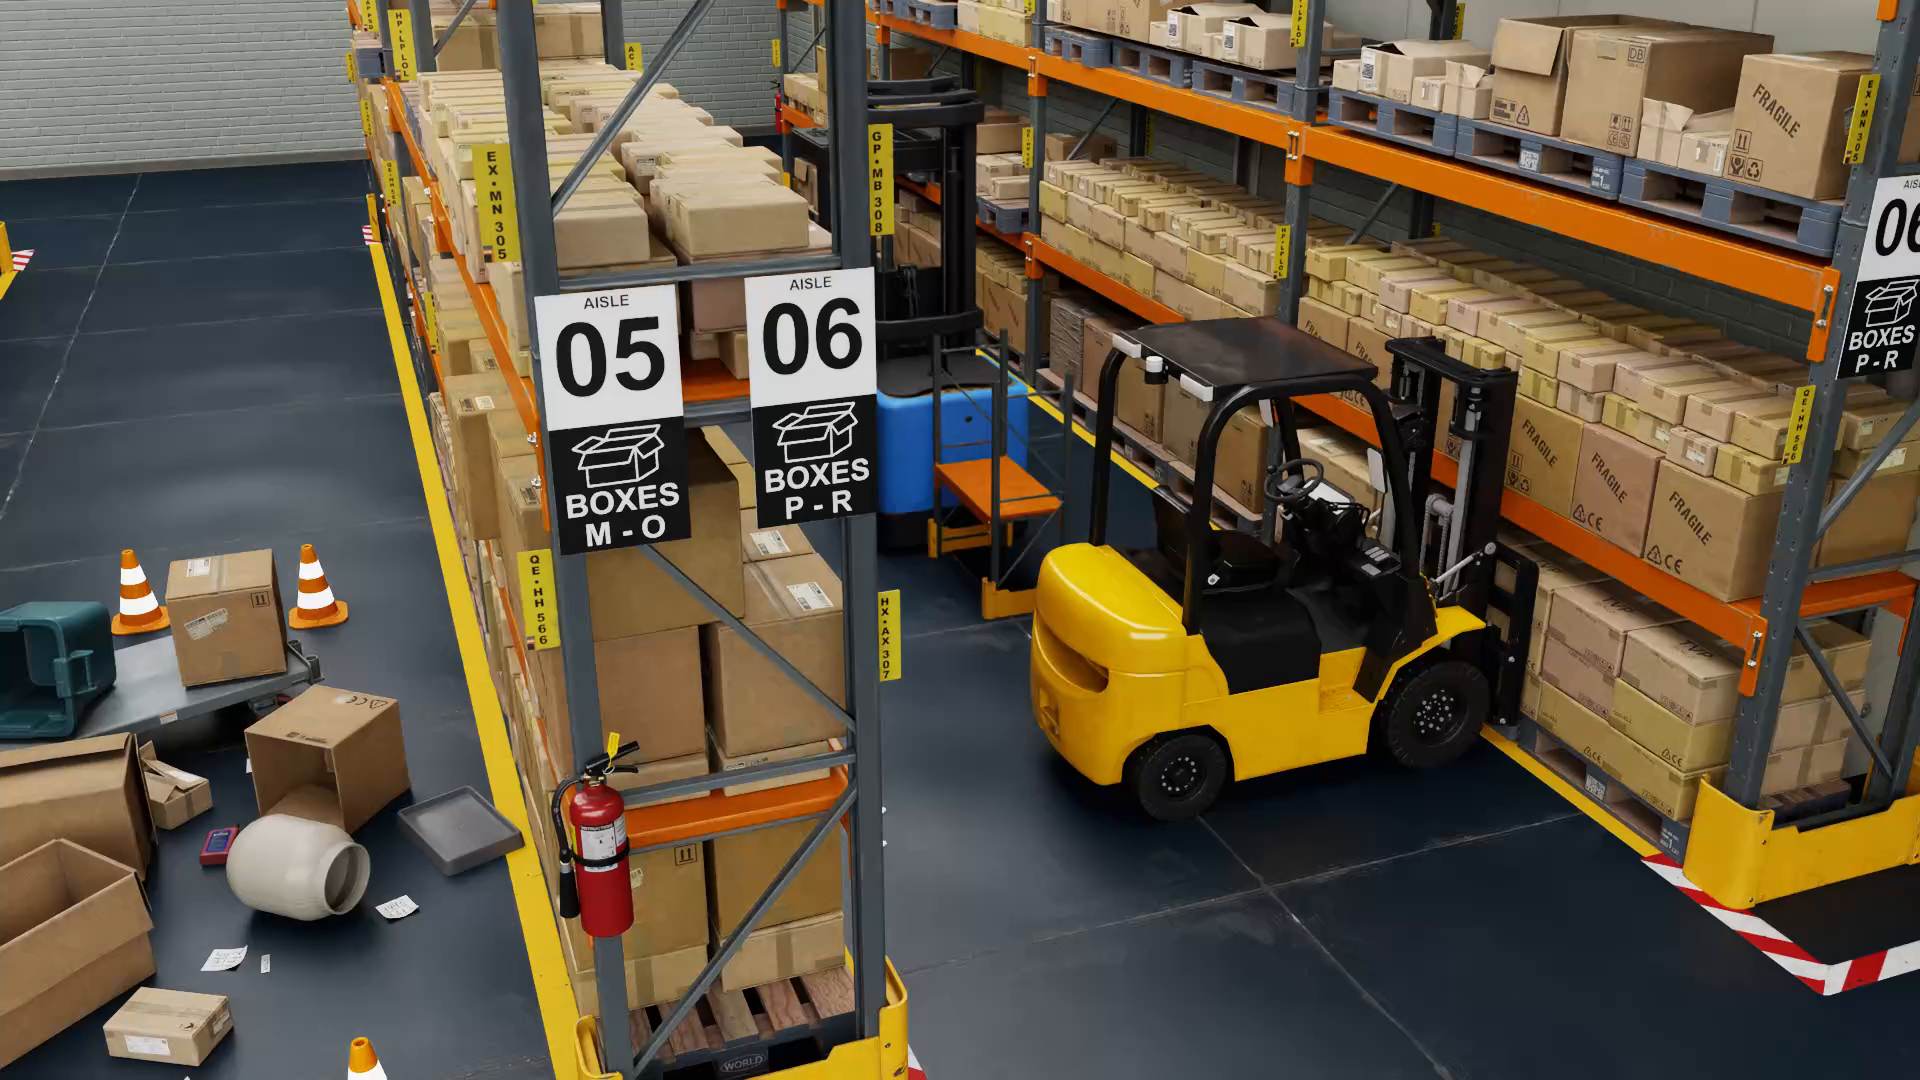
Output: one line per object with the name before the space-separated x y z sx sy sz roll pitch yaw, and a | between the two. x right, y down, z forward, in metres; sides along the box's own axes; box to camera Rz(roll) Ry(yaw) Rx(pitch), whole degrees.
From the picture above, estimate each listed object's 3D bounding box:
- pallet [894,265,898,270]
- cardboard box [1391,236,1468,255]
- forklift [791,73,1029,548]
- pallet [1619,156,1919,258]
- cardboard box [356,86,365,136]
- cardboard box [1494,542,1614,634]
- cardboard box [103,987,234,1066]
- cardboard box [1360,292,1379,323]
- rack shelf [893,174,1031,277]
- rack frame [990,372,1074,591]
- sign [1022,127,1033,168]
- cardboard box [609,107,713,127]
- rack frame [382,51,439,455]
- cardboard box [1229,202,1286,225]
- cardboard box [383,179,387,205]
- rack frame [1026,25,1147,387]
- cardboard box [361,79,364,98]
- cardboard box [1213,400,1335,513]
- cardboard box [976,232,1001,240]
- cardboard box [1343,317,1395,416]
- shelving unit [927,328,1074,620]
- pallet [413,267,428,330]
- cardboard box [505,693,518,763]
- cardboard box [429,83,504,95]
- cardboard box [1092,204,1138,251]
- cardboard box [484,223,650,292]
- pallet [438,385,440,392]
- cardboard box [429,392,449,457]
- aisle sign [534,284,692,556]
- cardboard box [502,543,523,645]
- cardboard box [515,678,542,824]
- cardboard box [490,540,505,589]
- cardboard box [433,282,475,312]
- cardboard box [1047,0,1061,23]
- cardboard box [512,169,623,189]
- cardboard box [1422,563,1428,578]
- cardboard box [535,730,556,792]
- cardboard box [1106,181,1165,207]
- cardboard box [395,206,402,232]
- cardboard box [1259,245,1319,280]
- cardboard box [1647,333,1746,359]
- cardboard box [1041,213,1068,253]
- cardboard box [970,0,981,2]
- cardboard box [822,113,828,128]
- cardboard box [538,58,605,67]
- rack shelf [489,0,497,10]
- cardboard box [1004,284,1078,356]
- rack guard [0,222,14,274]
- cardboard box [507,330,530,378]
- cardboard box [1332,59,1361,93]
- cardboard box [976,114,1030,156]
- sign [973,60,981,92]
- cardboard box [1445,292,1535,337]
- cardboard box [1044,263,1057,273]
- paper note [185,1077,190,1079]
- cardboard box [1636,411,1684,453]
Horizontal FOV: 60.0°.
pallet | -0.027 -2.674 17.322 1.003 0.211 1.213 -8 24 -19
cardboard box | 2.872 -1.750 10.192 0.380 0.149 0.250 -8 24 -19
forklift | -0.525 -1.840 11.842 1.130 2.935 3.031 -8 24 -19
pallet | 3.664 -1.491 7.176 1.003 0.211 1.213 -8 24 -19
cardboard box | -6.504 -4.852 18.771 0.500 0.500 0.500 -9 24 -19
cardboard box | 3.061 0.233 8.548 0.500 0.250 0.500 -8 24 -18
cardboard box | -3.106 1.909 6.530 0.380 0.149 0.250 4 23 9
cardboard box | 2.554 -1.350 9.628 0.380 0.149 0.250 -8 24 -19
rack shelf | 0.357 -3.191 15.884 1.077 0.370 4.000 -8 24 -19
rack frame | 0.423 -0.251 9.914 0.500 1.500 0.032 -8 24 -19
sign | 0.559 -3.215 13.626 0.100 0.325 0.005 -8 24 -19
cardboard box | -1.213 -1.658 6.757 0.380 0.149 0.250 -8 24 -18
rack frame | -3.579 -2.113 12.402 1.000 3.000 0.127 -8 24 -19
cardboard box | 2.152 -2.315 11.916 0.380 0.149 0.250 -9 24 -19
cardboard box | -4.900 -3.114 14.968 0.500 0.250 0.500 -9 24 -20
rack frame | 1.063 -2.796 14.021 1.000 3.000 0.127 -8 24 -19
cardboard box | -5.947 -4.759 17.264 0.500 0.500 0.500 -8 24 -19
cardboard box | 2.281 -0.629 11.398 0.875 0.625 0.625 -7 24 -17
cardboard box | 0.170 -2.863 16.022 0.380 0.149 0.250 -8 24 -19
cardboard box | 2.588 -1.004 9.642 0.500 0.500 0.500 -8 24 -18
shelving unit | 0.242 -0.439 10.361 0.587 1.500 1.083 -8 24 -19
pallet | -3.228 -1.780 11.859 1.213 0.211 1.003 -8 24 -19
cardboard box | -2.011 0.858 8.353 0.500 0.250 0.500 -7 24 -16
cardboard box | -2.156 -1.947 7.441 0.380 0.149 0.250 -9 25 -21
cardboard box | 1.335 -2.387 12.601 0.500 0.250 0.500 -9 24 -20
cardboard box | -1.350 -0.990 5.686 0.500 0.250 0.500 -9 24 -20
pallet | -3.787 -1.125 13.647 1.003 0.211 1.213 -8 24 -19
cardboard box | -3.389 -0.889 12.340 0.950 0.372 0.625 -10 25 -23
aisle sign | -1.003 -0.342 4.852 0.394 0.787 0.004 -8 24 -19
cardboard box | -1.549 0.086 6.672 0.500 0.500 0.500 -8 24 -19
cardboard box | -1.639 0.893 7.304 0.500 0.500 0.500 -9 24 -20
cardboard box | -1.912 0.081 7.520 0.380 0.149 0.250 -8 24 -19
cardboard box | -2.054 -0.925 7.784 0.700 0.500 0.500 -8 24 -19
cardboard box | 0.902 -4.141 12.983 0.380 0.166 0.250 -8 24 -19
cardboard box | -1.311 -1.112 5.460 0.380 0.149 0.250 -9 24 -20
cardboard box | 2.882 0.270 9.104 0.500 0.250 0.500 -8 24 -19
cardboard box | -1.473 0.843 6.586 0.380 0.149 0.250 -8 24 -17
cardboard box | 1.331 -2.617 12.633 0.380 0.149 0.250 -8 24 -18
cardboard box | -4.173 -2.601 13.109 0.500 0.250 0.500 -9 24 -20
cardboard box | 2.148 -1.781 10.649 0.380 0.149 0.250 -7 24 -17
cardboard box | 3.613 -0.900 8.177 0.380 0.149 0.250 -8 24 -17
cardboard box | 0.991 -2.532 13.588 0.500 0.250 0.500 -8 24 -19
cardboard box | 0.283 -4.859 14.735 0.380 0.149 0.250 -8 24 -17
cardboard box | -1.383 -4.862 19.246 0.380 0.149 0.250 -8 24 -18
cardboard box | -1.998 -2.434 8.952 0.500 0.250 0.500 -9 24 -20
rack shelf | -1.460 -2.364 6.204 1.077 0.370 4.000 -8 24 -19
cardboard box | 0.713 -1.961 14.719 0.500 0.500 0.500 -8 24 -17
rack guard | -10.974 -3.125 18.020 1.175 0.500 0.348 -8 24 -19
cardboard box | -1.259 -0.650 5.391 0.380 0.149 0.250 -8 24 -19
cardboard box | 2.351 -2.643 9.452 0.380 0.149 0.250 -8 24 -18
cardboard box | 0.313 -3.604 15.266 0.797 0.503 0.637 -9 24 -20
sign | 0.168 -4.860 17.428 0.100 0.325 0.005 -8 24 -19
cardboard box | 2.840 -1.210 8.913 0.380 0.149 0.250 -8 24 -19
cardboard box | 0.939 -2.548 15.276 0.380 0.149 0.250 -8 24 -18
paper note | -2.949 2.091 6.248 0.148 0.019 0.142 -18 29 -37
cardboard box | 3.352 -0.513 7.641 0.380 0.149 0.250 -8 24 -18
